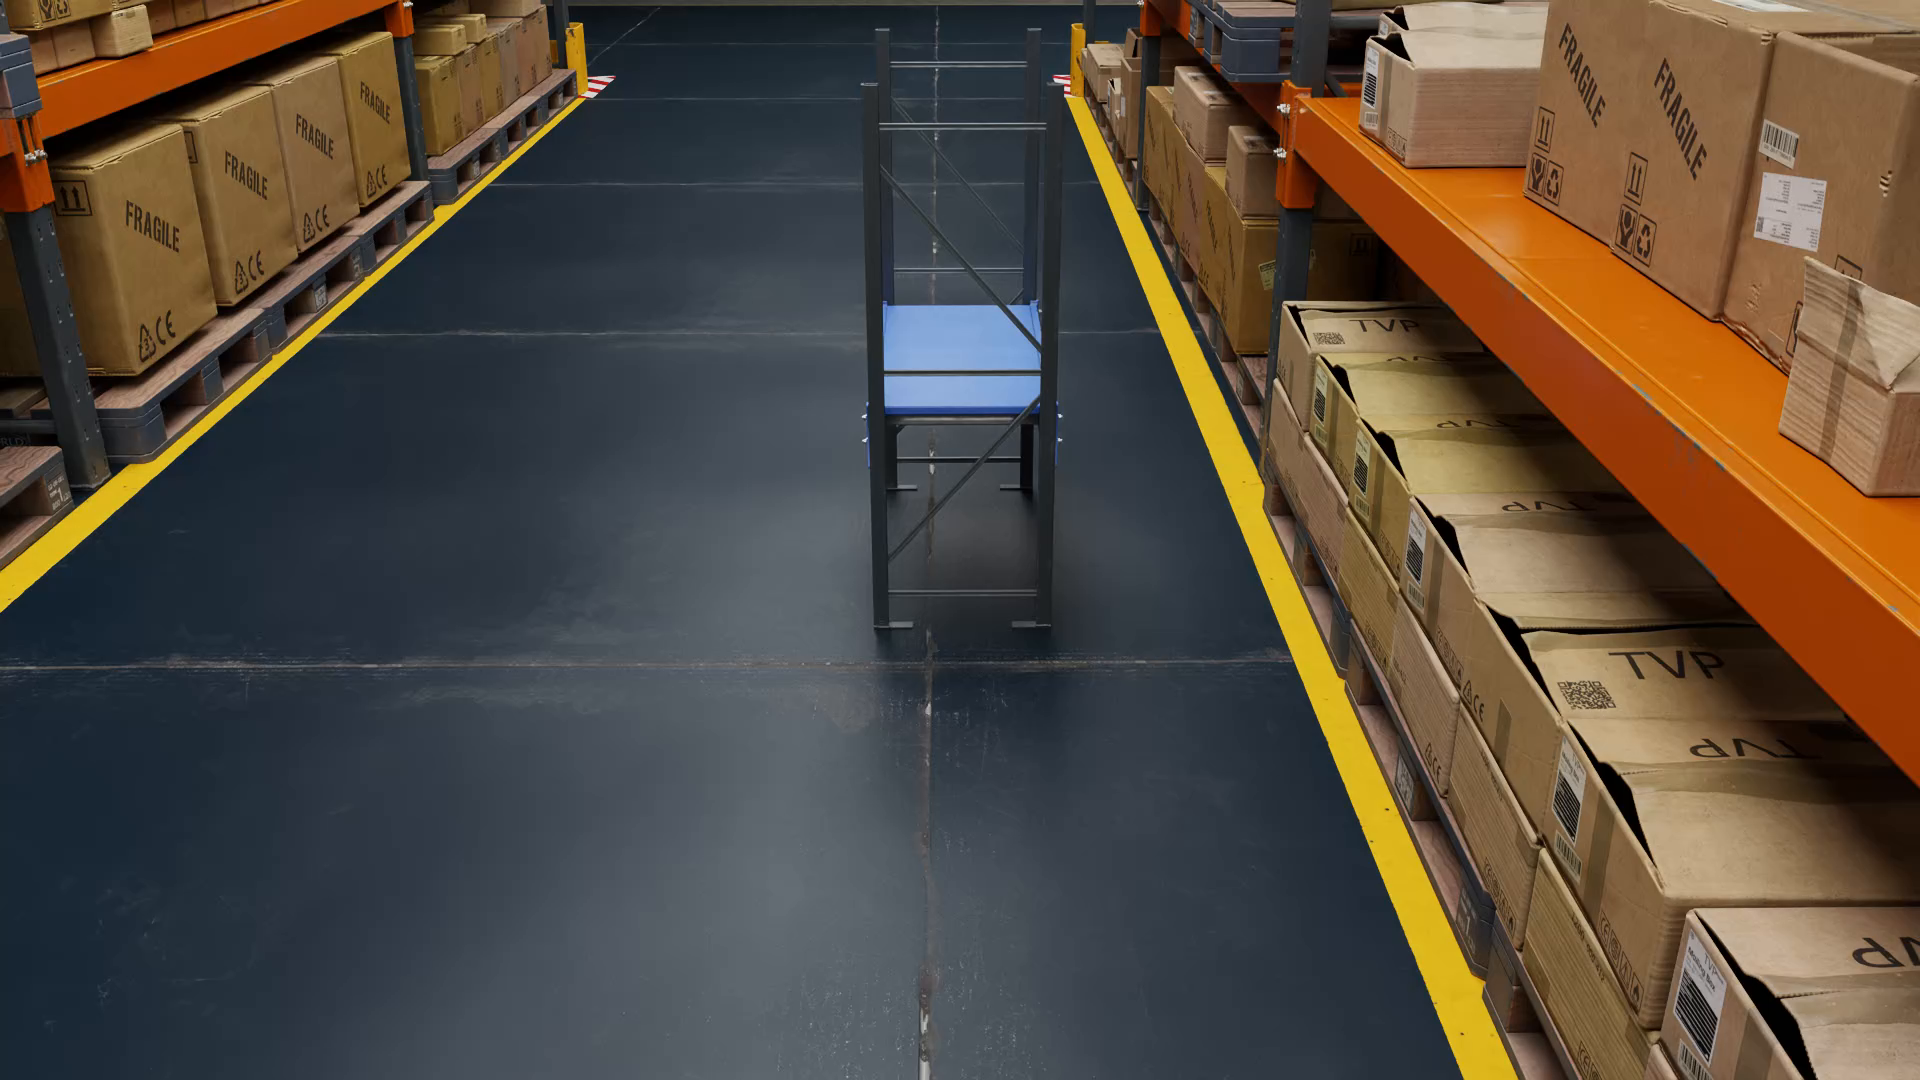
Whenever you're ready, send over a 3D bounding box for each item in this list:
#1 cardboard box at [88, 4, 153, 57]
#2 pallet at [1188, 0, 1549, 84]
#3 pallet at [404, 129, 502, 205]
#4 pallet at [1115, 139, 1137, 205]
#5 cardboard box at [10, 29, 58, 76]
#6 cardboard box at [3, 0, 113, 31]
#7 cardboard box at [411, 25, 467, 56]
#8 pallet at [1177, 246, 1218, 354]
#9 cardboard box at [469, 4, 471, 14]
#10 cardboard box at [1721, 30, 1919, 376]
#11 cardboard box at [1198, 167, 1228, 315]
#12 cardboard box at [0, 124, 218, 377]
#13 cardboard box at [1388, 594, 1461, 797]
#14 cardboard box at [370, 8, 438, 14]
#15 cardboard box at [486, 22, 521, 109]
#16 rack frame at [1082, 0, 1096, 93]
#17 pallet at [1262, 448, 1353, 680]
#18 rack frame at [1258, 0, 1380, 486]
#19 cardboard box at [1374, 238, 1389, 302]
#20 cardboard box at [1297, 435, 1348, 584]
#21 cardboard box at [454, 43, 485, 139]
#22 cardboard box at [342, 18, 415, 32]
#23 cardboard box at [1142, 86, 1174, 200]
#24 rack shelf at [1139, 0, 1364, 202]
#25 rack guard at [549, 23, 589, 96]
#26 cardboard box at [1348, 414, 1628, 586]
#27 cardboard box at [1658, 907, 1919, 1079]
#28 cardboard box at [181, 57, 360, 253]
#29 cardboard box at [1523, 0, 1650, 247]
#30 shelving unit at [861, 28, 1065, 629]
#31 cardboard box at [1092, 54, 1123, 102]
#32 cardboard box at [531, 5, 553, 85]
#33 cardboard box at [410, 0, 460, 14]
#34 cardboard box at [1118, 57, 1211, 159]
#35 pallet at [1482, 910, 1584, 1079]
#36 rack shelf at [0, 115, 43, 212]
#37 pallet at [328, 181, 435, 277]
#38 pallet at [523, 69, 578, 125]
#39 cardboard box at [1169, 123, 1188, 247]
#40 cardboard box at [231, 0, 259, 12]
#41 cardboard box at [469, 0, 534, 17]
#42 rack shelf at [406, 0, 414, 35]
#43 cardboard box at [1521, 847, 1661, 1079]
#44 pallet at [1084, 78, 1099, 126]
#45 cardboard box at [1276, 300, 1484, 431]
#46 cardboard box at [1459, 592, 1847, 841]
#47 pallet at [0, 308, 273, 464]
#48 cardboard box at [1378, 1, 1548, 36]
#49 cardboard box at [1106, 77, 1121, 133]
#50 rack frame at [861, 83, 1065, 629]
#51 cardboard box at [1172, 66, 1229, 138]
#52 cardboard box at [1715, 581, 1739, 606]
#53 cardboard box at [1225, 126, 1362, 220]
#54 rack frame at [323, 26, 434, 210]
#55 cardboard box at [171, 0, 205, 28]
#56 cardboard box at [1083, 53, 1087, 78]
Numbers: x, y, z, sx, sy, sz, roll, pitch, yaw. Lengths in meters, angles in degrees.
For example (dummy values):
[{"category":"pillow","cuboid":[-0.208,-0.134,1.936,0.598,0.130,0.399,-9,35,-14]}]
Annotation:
[{"category":"cardboard box","cuboid":[-3.103,-1.799,5.868,0.380,0.149,0.250,0,24,1]},{"category":"pallet","cuboid":[1.457,-1.769,5.755,1.213,0.211,1.003,0,24,-1]},{"category":"pallet","cuboid":[-3.392,-2.245,9.958,1.003,0.211,1.213,0,24,-1]},{"category":"pallet","cuboid":[1.485,-2.238,9.943,1.003,0.211,1.213,0,24,-1]},{"category":"cardboard box","cuboid":[-3.190,-1.585,5.396,0.380,0.149,0.250,-1,24,-1]},{"category":"cardboard box","cuboid":[-3.168,-1.945,5.405,0.500,0.500,0.500,0,24,1]},{"category":"cardboard box","cuboid":[-3.189,-3.001,9.981,0.380,0.149,0.250,1,24,1]},{"category":"pallet","cuboid":[1.554,-1.116,7.463,1.003,0.211,1.213,0,24,-1]},{"category":"cardboard box","cuboid":[-3.593,-3.752,11.643,0.380,0.149,0.250,0,24,0]},{"category":"cardboard box","cuboid":[1.581,-0.509,2.613,0.500,0.500,0.500,1,24,3]},{"category":"cardboard box","cuboid":[1.285,-1.237,6.844,0.500,0.500,0.500,-1,24,-2]},{"category":"cardboard box","cuboid":[-3.295,-1.069,6.074,0.750,0.750,0.750,-1,24,-1]},{"category":"cardboard box","cuboid":[1.270,0.333,3.700,0.500,0.250,0.500,0,24,1]},{"category":"cardboard box","cuboid":[-3.582,-3.334,10.719,0.380,0.149,0.250,-1,24,-2]},{"category":"cardboard box","cuboid":[-3.386,-3.201,11.212,0.700,0.500,0.500,-1,24,-2]},{"category":"rack frame","cuboid":[1.448,-4.874,12.387,1.000,3.000,0.127,0,24,-1]},{"category":"pallet","cuboid":[1.505,0.032,4.923,1.003,0.211,1.213,0,24,-1]},{"category":"rack frame","cuboid":[1.535,-1.578,5.099,1.000,3.000,0.127,0,24,-1]},{"category":"cardboard box","cuboid":[1.804,-1.044,6.417,0.500,0.500,0.500,-1,24,-2]},{"category":"cardboard box","cuboid":[1.253,-0.092,4.641,0.500,0.250,0.500,-1,24,-2]},{"category":"cardboard box","cuboid":[-3.370,-2.770,10.259,0.700,0.500,0.500,0,24,-1]},{"category":"cardboard box","cuboid":[-3.576,-3.124,10.254,0.380,0.149,0.250,-1,24,-2]},{"category":"cardboard box","cuboid":[1.253,-2.087,8.724,0.500,0.500,0.500,-1,24,-3]},{"category":"rack shelf","cuboid":[1.513,-2.074,7.069,1.077,0.370,4.000,0,24,-1]},{"category":"rack guard","cuboid":[-3.506,-3.721,12.872,1.175,0.500,0.348,0,24,-1]},{"category":"cardboard box","cuboid":[1.264,-0.128,4.040,0.500,0.311,0.500,-1,24,-2]},{"category":"cardboard box","cuboid":[1.288,0.711,2.185,0.500,0.311,0.500,0,24,-1]},{"category":"cardboard box","cuboid":[-3.312,-1.781,7.646,0.750,0.750,0.750,0,24,1]},{"category":"cardboard box","cuboid":[1.570,-0.932,3.549,0.500,0.500,0.500,-2,24,-3]},{"category":"shelving unit","cuboid":[0.001,-0.648,4.863,0.538,1.500,1.048,0,24,-1]},{"category":"cardboard box","cuboid":[1.181,-3.185,11.454,0.500,0.250,0.500,0,24,-1]},{"category":"cardboard box","cuboid":[-3.398,-3.615,12.126,0.700,0.500,0.500,0,24,-1]},{"category":"cardboard box","cuboid":[-3.587,-3.544,11.183,0.380,0.149,0.250,0,24,0]},{"category":"cardboard box","cuboid":[1.201,-2.521,9.684,0.500,0.500,0.500,0,24,-1]},{"category":"pallet","cuboid":[1.532,1.038,2.700,1.003,0.211,1.213,0,24,-1]},{"category":"rack shelf","cuboid":[-3.397,-0.402,3.372,1.077,0.370,4.000,0,24,-1]},{"category":"pallet","cuboid":[-3.378,-1.614,8.563,1.003,0.211,1.213,0,24,-1]},{"category":"pallet","cuboid":[-3.419,-3.251,12.182,1.003,0.211,1.213,0,24,-1]},{"category":"cardboard box","cuboid":[1.268,-1.661,7.783,0.500,0.500,0.500,0,24,0]},{"category":"cardboard box","cuboid":[-3.214,-2.326,7.033,0.380,0.149,0.250,0,24,1]},{"category":"cardboard box","cuboid":[-3.211,-3.753,11.645,0.380,0.149,0.250,0,24,1]},{"category":"rack shelf","cuboid":[-3.484,-3.699,10.661,1.077,0.370,4.000,0,24,-1]},{"category":"cardboard box","cuboid":[1.280,0.754,2.770,0.500,0.250,0.500,-1,24,-1]},{"category":"pallet","cuboid":[1.458,-3.244,12.166,1.003,0.211,1.213,0,24,-1]},{"category":"cardboard box","cuboid":[1.247,-0.555,4.983,0.500,0.311,0.500,1,24,1]},{"category":"cardboard box","cuboid":[1.272,0.291,3.113,0.500,0.311,0.500,0,24,-1]},{"category":"pallet","cuboid":[-3.352,-0.609,6.340,1.003,0.211,1.213,0,24,-1]},{"category":"cardboard box","cuboid":[1.495,-1.387,4.785,0.500,0.311,0.500,1,24,3]},{"category":"cardboard box","cuboid":[1.193,-2.744,10.406,0.500,0.311,0.500,0,24,-1]},{"category":"rack frame","cuboid":[0.006,-0.439,4.400,0.500,1.500,0.032,0,24,-1]},{"category":"cardboard box","cuboid":[1.264,-2.017,7.659,0.500,0.250,0.500,0,24,0]},{"category":"cardboard box","cuboid":[1.805,0.072,3.598,0.500,0.311,0.500,0,24,1]},{"category":"cardboard box","cuboid":[1.285,-1.388,6.269,0.500,0.250,0.500,1,24,1]},{"category":"rack frame","cuboid":[-3.462,-3.202,8.690,1.000,3.000,0.127,0,24,-1]},{"category":"cardboard box","cuboid":[-3.232,-2.115,6.568,0.380,0.149,0.250,0,24,0]},{"category":"cardboard box","cuboid":[1.111,-3.507,12.268,0.380,0.166,0.250,0,24,-1]}]
